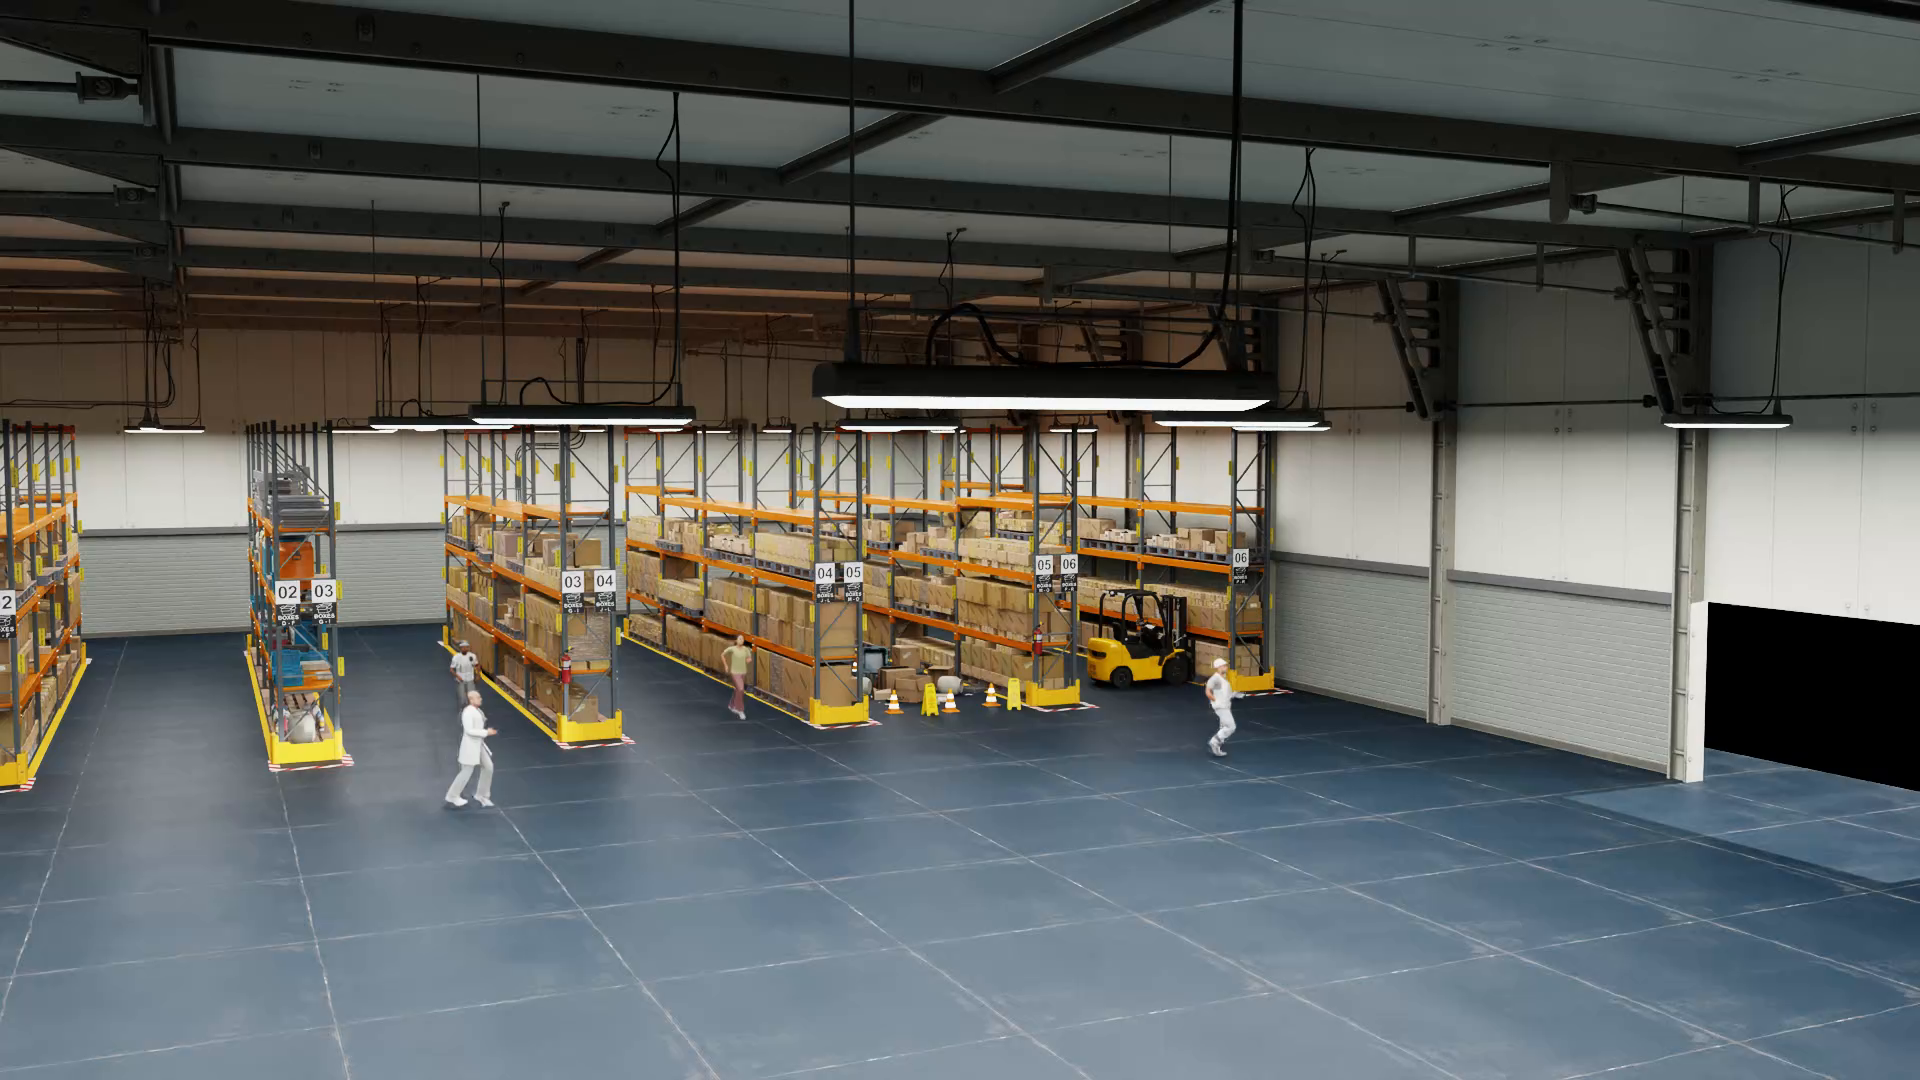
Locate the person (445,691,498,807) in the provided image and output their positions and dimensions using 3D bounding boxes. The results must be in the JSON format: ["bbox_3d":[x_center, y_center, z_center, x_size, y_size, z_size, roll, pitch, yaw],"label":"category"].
[{"bbox_3d":[-7.517,3.250,25.640,0.836,1.869,0.735,0,4,2],"label":"person"}]

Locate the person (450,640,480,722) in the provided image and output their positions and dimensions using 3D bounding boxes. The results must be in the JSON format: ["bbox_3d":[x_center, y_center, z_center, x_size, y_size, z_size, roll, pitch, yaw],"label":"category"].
[{"bbox_3d":[-9.911,2.817,33.344,0.608,1.659,0.581,-2,4,-28],"label":"person"}]

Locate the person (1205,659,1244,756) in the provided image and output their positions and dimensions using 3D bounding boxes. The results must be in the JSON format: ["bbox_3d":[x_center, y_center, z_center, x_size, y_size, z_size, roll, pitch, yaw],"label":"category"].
[{"bbox_3d":[4.722,2.984,29.603,0.584,1.742,0.643,2,4,23],"label":"person"}]

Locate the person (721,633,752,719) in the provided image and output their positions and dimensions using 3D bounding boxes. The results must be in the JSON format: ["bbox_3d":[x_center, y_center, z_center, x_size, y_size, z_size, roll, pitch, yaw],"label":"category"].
[{"bbox_3d":[-4.516,2.754,33.941,0.564,1.712,0.778,-3,5,-42],"label":"person"}]
